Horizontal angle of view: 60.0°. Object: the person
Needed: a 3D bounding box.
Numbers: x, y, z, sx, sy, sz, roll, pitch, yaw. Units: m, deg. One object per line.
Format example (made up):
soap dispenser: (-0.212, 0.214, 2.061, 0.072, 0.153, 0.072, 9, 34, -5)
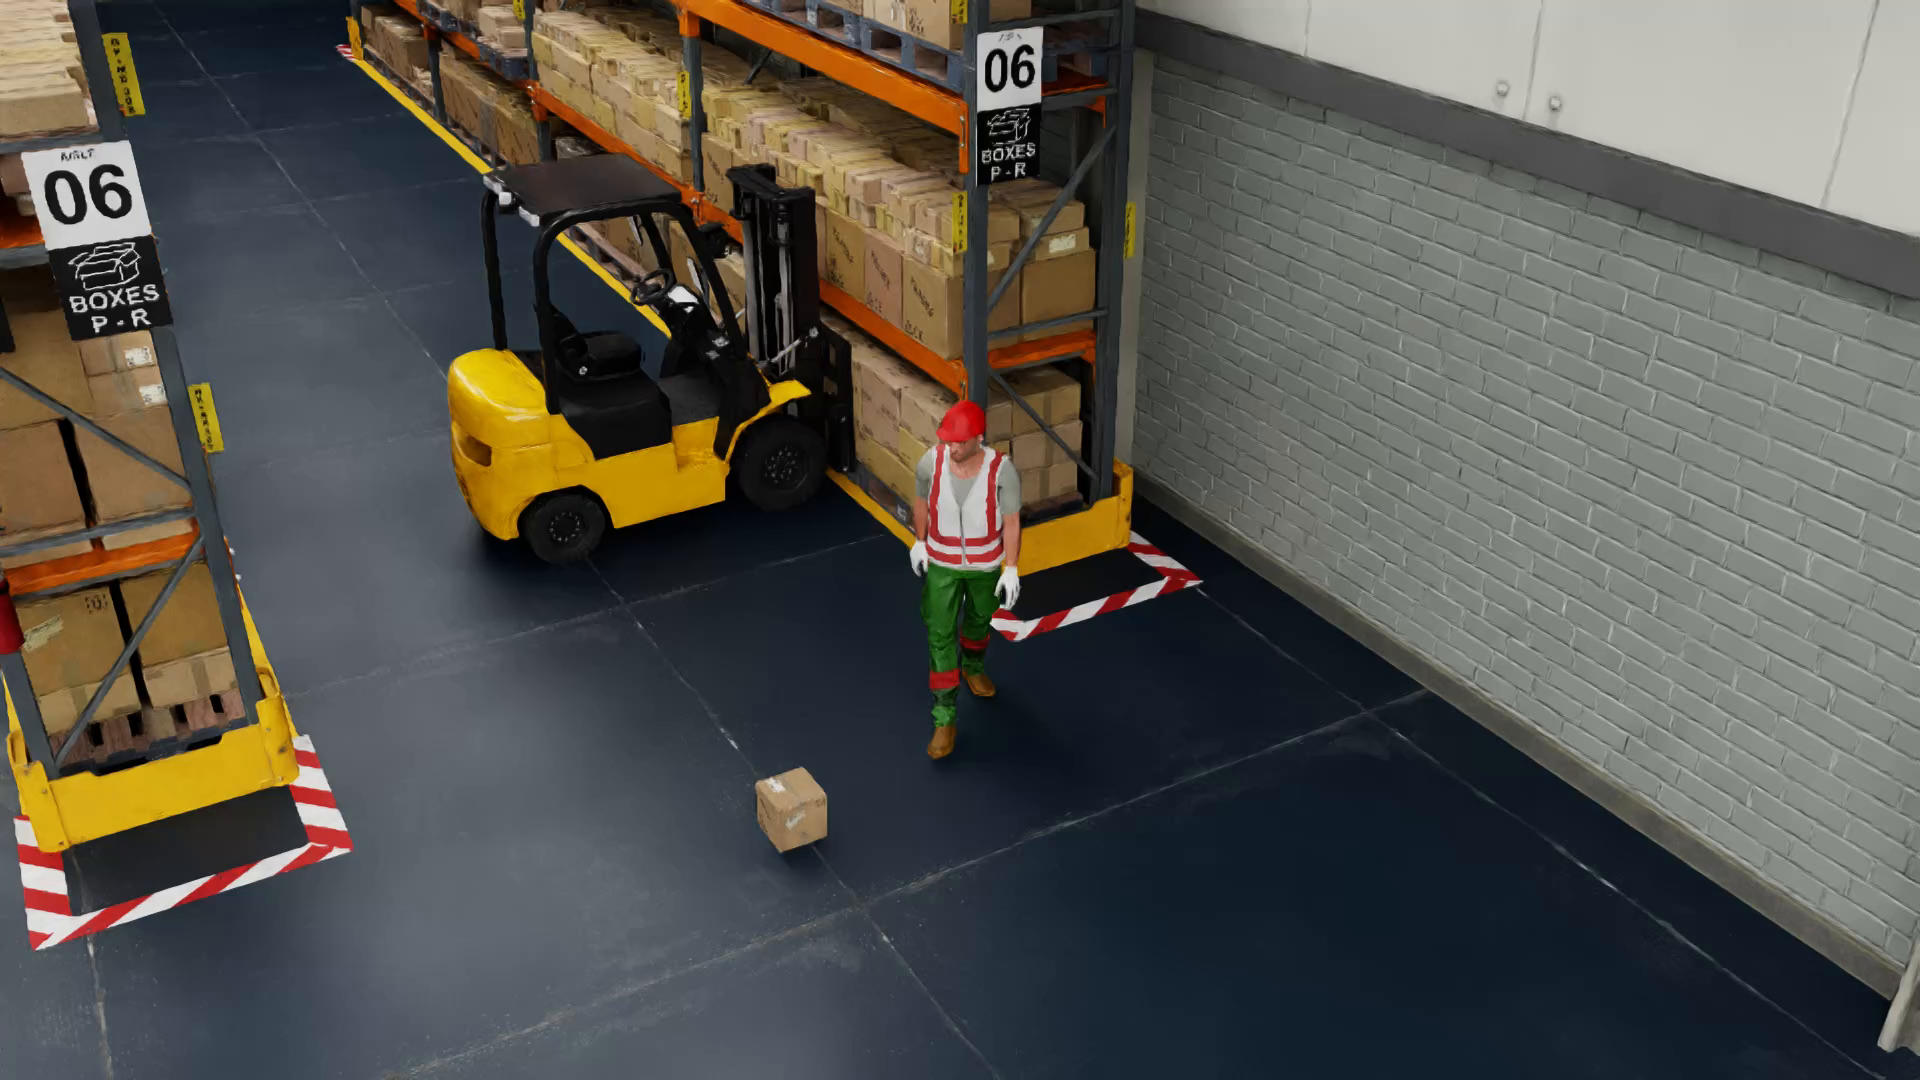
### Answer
person: (0.022, 0.153, 8.226, 0.567, 1.753, 0.876, 1, 29, 1)
